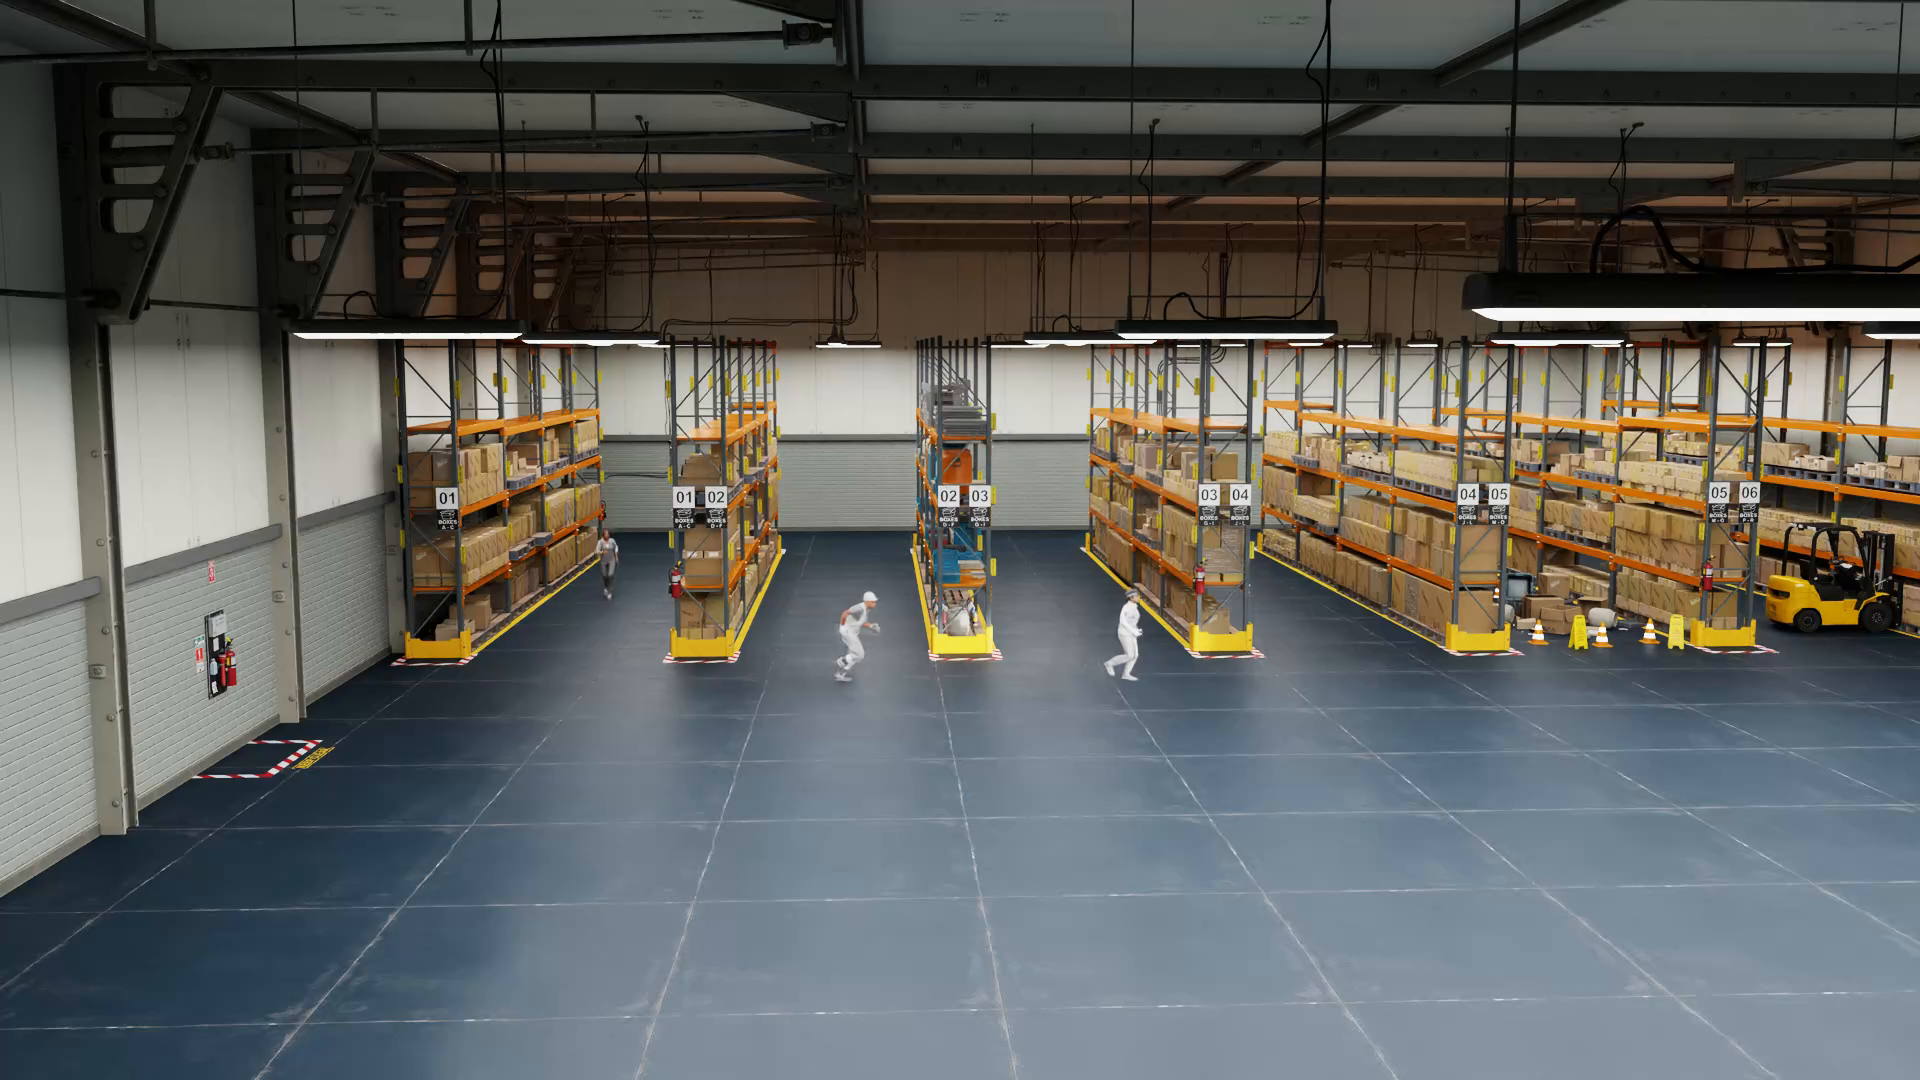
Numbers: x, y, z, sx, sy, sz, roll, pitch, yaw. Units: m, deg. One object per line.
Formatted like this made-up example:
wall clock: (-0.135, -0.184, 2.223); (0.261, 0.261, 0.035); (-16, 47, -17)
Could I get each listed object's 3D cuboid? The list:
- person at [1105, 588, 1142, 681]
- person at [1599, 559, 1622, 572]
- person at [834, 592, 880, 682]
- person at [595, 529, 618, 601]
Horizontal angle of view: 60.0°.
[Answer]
person: (2.858, 1.634, 29.005); (0.637, 1.640, 0.616); (3, 7, 22)
person: (16.823, 0.041, 42.985); (0.606, 1.652, 0.770); (-2, 7, -16)
person: (-1.793, 1.683, 28.687); (0.810, 1.590, 0.697); (2, 7, 15)
person: (-8.158, 0.564, 38.422); (0.496, 1.597, 0.825); (-1, 7, -10)
